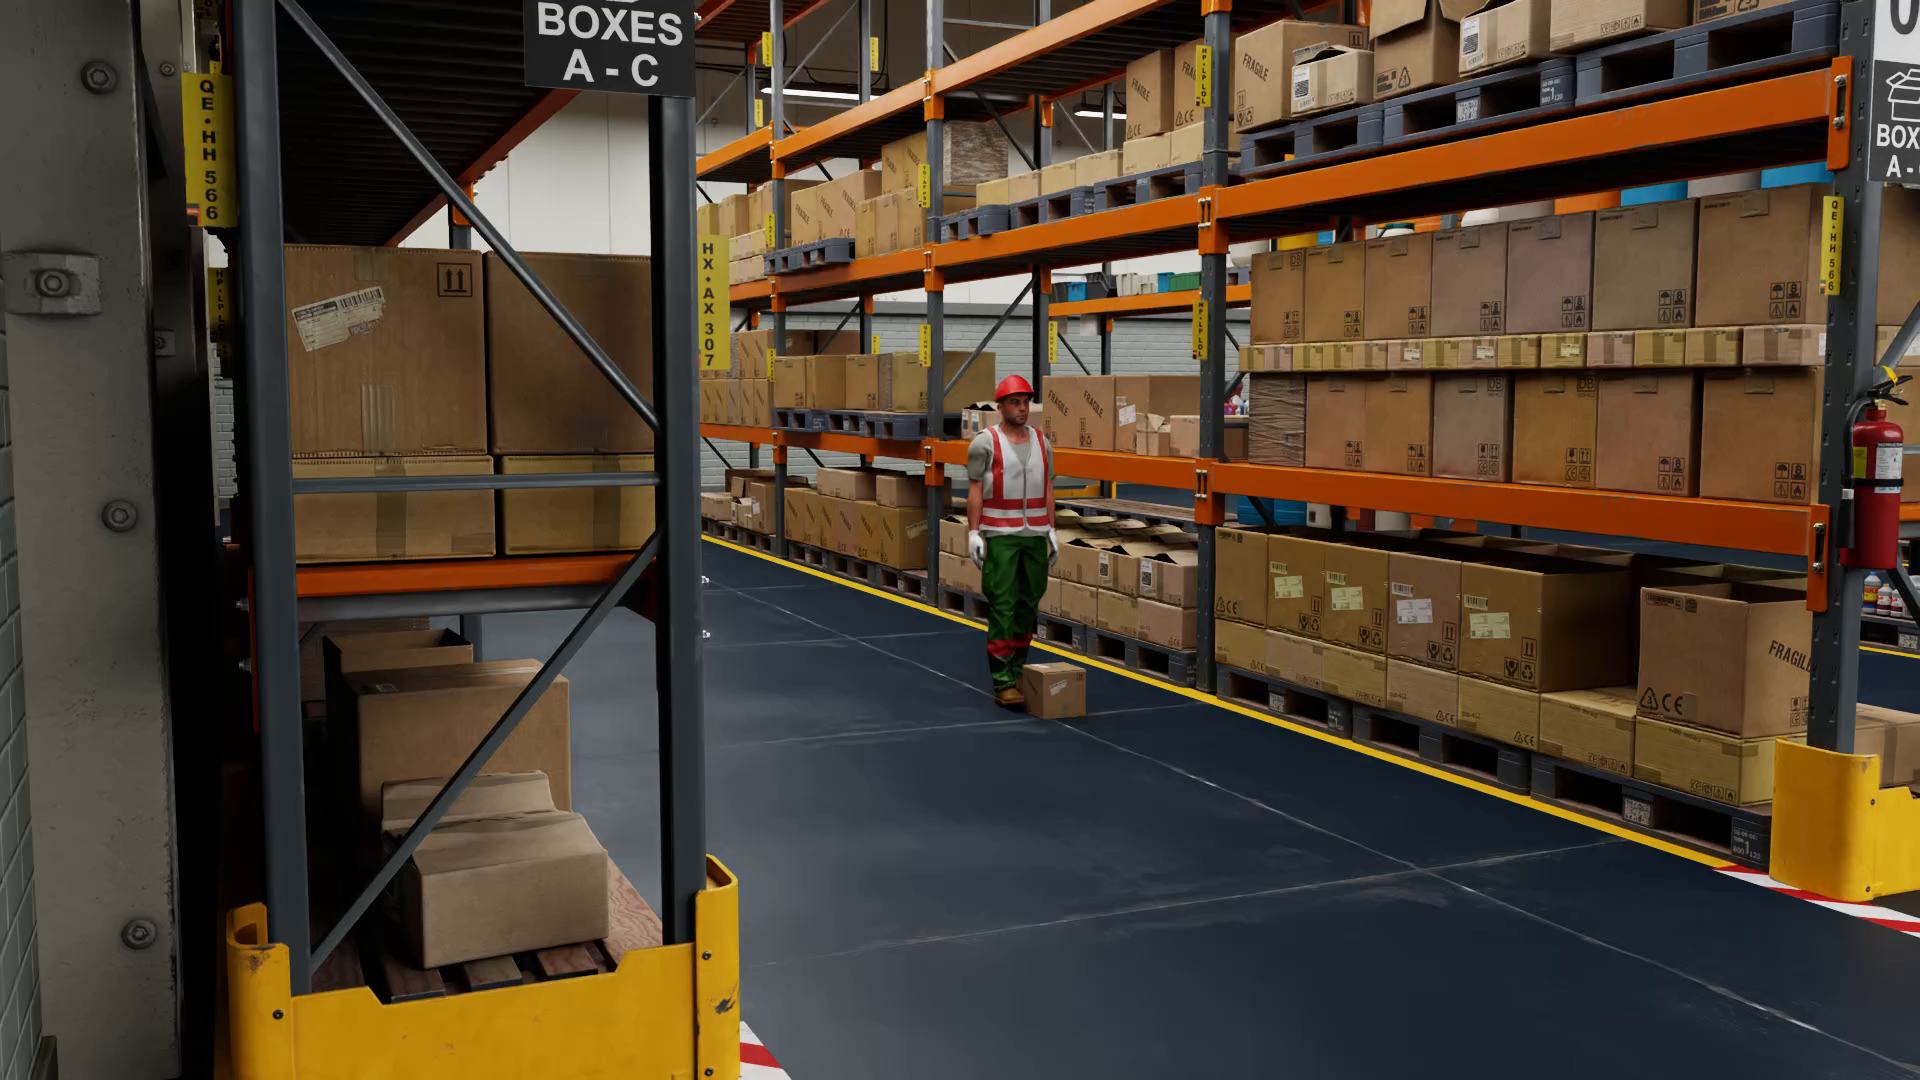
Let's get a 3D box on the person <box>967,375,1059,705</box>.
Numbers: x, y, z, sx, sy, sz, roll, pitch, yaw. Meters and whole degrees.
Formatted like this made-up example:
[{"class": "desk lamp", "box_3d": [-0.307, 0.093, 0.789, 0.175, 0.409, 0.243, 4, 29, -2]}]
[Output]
[{"class": "person", "box_3d": [0.323, -0.004, 9.113, 0.539, 1.795, 0.605, -2, 6, -23]}]
